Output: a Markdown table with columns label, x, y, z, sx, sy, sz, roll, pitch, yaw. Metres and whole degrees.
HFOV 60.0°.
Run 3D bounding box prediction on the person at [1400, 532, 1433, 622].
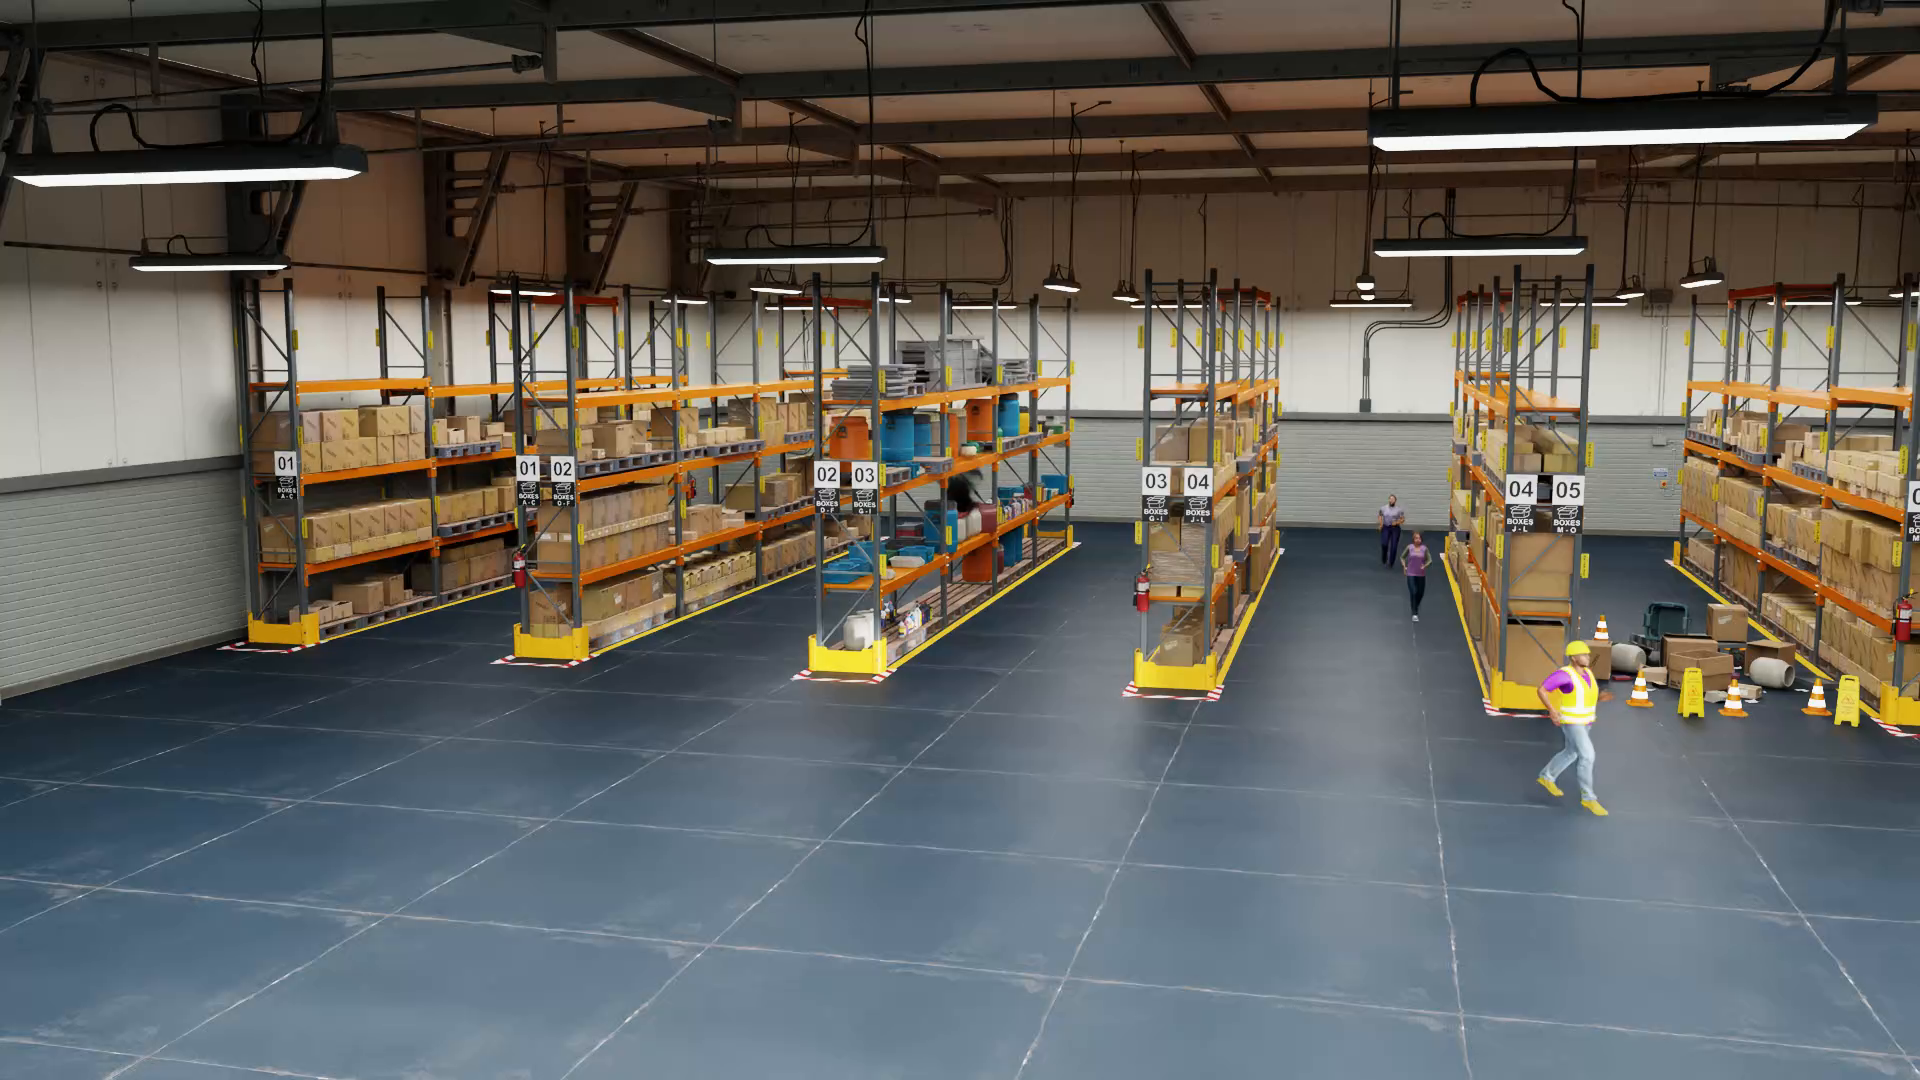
| label | x | y | z | sx | sy | sz | roll | pitch | yaw |
| --- | --- | --- | --- | --- | --- | --- | --- | --- | --- |
| person | 8.185 | 0.642 | 29.850 | 0.558 | 1.584 | 0.723 | 1 | 7 | 8 |

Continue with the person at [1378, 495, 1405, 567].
| label | x | y | z | sx | sy | sz | roll | pitch | yaw |
| --- | --- | --- | --- | --- | --- | --- | --- | --- | --- |
| person | 9.509 | -0.188 | 36.724 | 0.592 | 1.599 | 0.556 | 2 | 7 | 19 |

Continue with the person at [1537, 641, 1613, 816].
| label | x | y | z | sx | sy | sz | roll | pitch | yaw |
| --- | --- | --- | --- | --- | --- | --- | --- | --- | --- |
| person | 6.607 | 1.978 | 17.842 | 0.687 | 1.800 | 0.893 | -6 | 9 | -42 |

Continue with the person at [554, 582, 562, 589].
| label | x | y | z | sx | sy | sz | roll | pitch | yaw |
| --- | --- | --- | --- | --- | --- | --- | --- | --- | --- |
| person | -7.302 | 0.482 | 30.763 | 0.547 | 1.751 | 0.761 | 0 | 7 | 1 |
